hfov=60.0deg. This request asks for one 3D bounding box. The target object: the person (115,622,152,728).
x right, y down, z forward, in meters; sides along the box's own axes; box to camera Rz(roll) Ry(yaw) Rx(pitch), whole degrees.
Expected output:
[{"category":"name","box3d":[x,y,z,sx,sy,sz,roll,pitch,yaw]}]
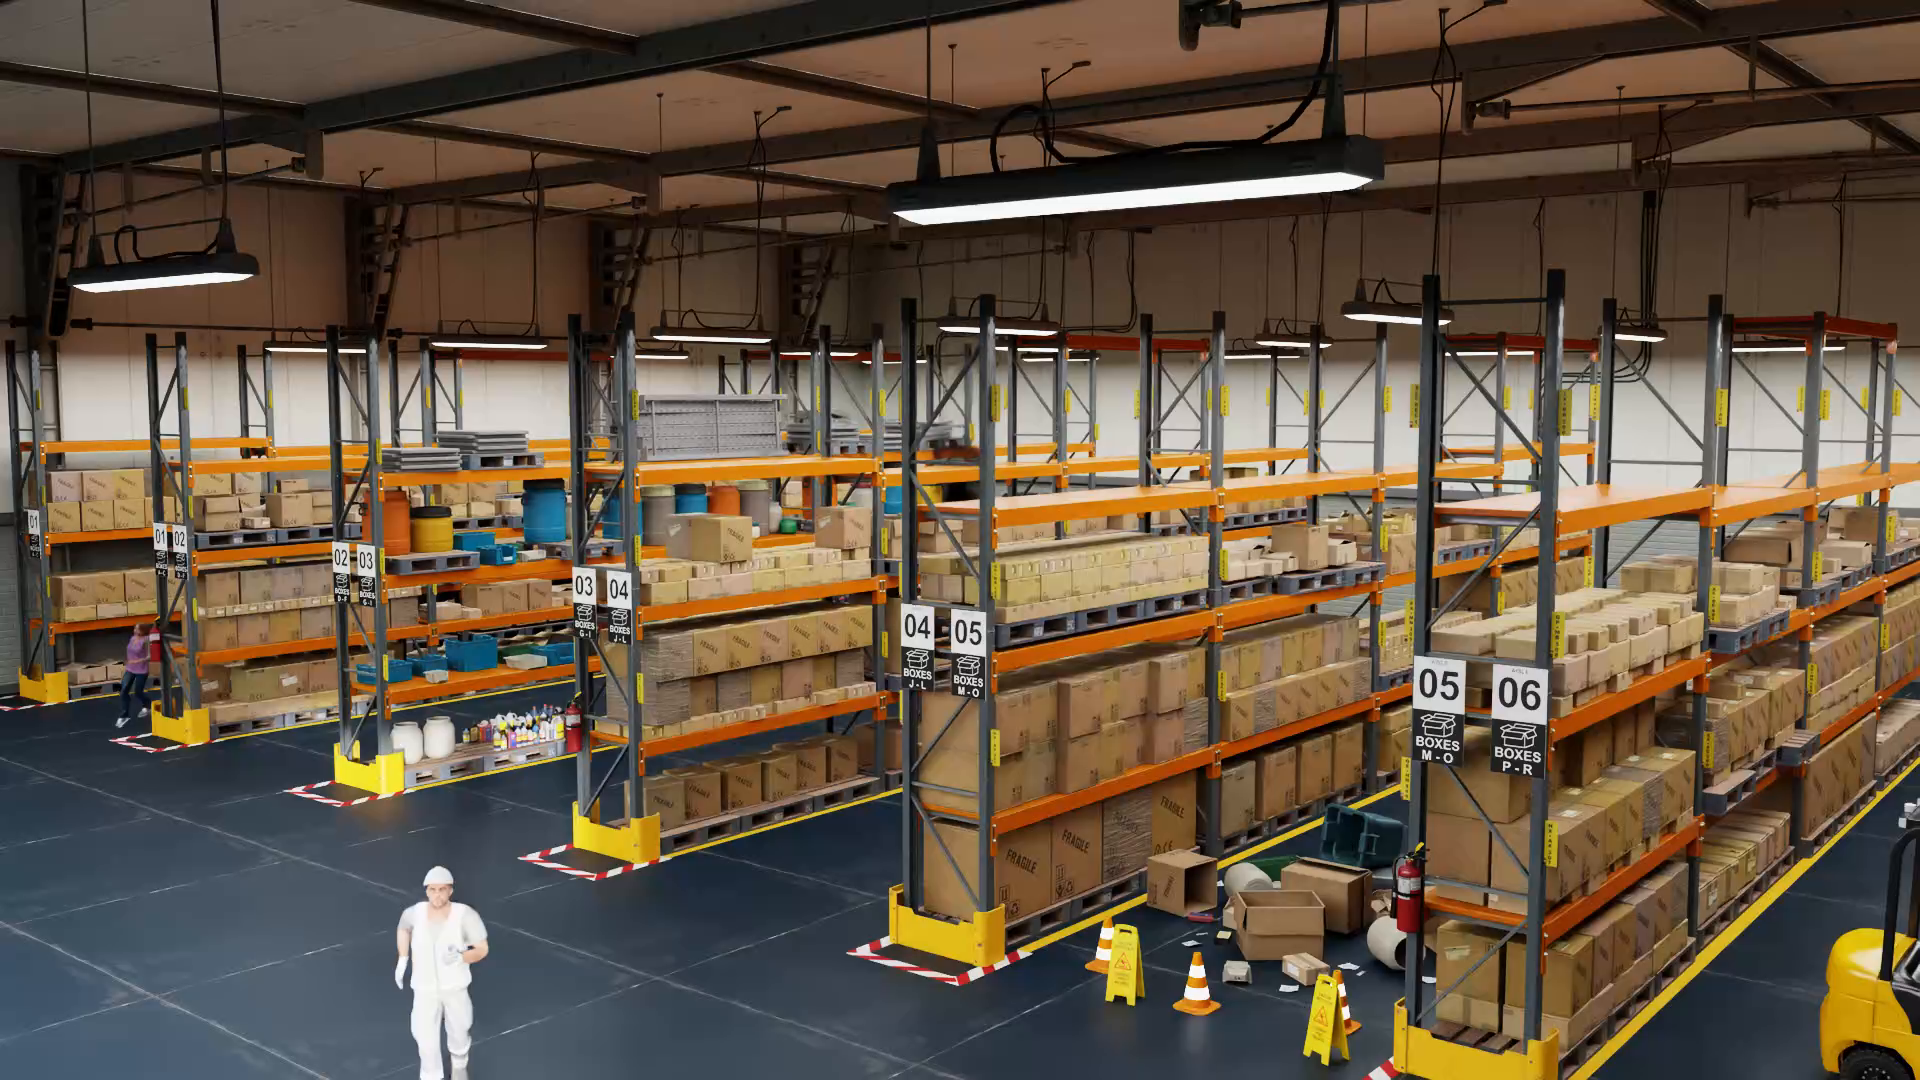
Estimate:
[{"category":"person","box3d":[-12.726,2.063,25.754,0.556,1.609,0.777,1,5,14]}]

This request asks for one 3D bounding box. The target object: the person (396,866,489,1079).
[{"category":"person","box3d":[-3.664,3.179,11.778,0.659,1.793,0.987,-1,5,-12]}]
